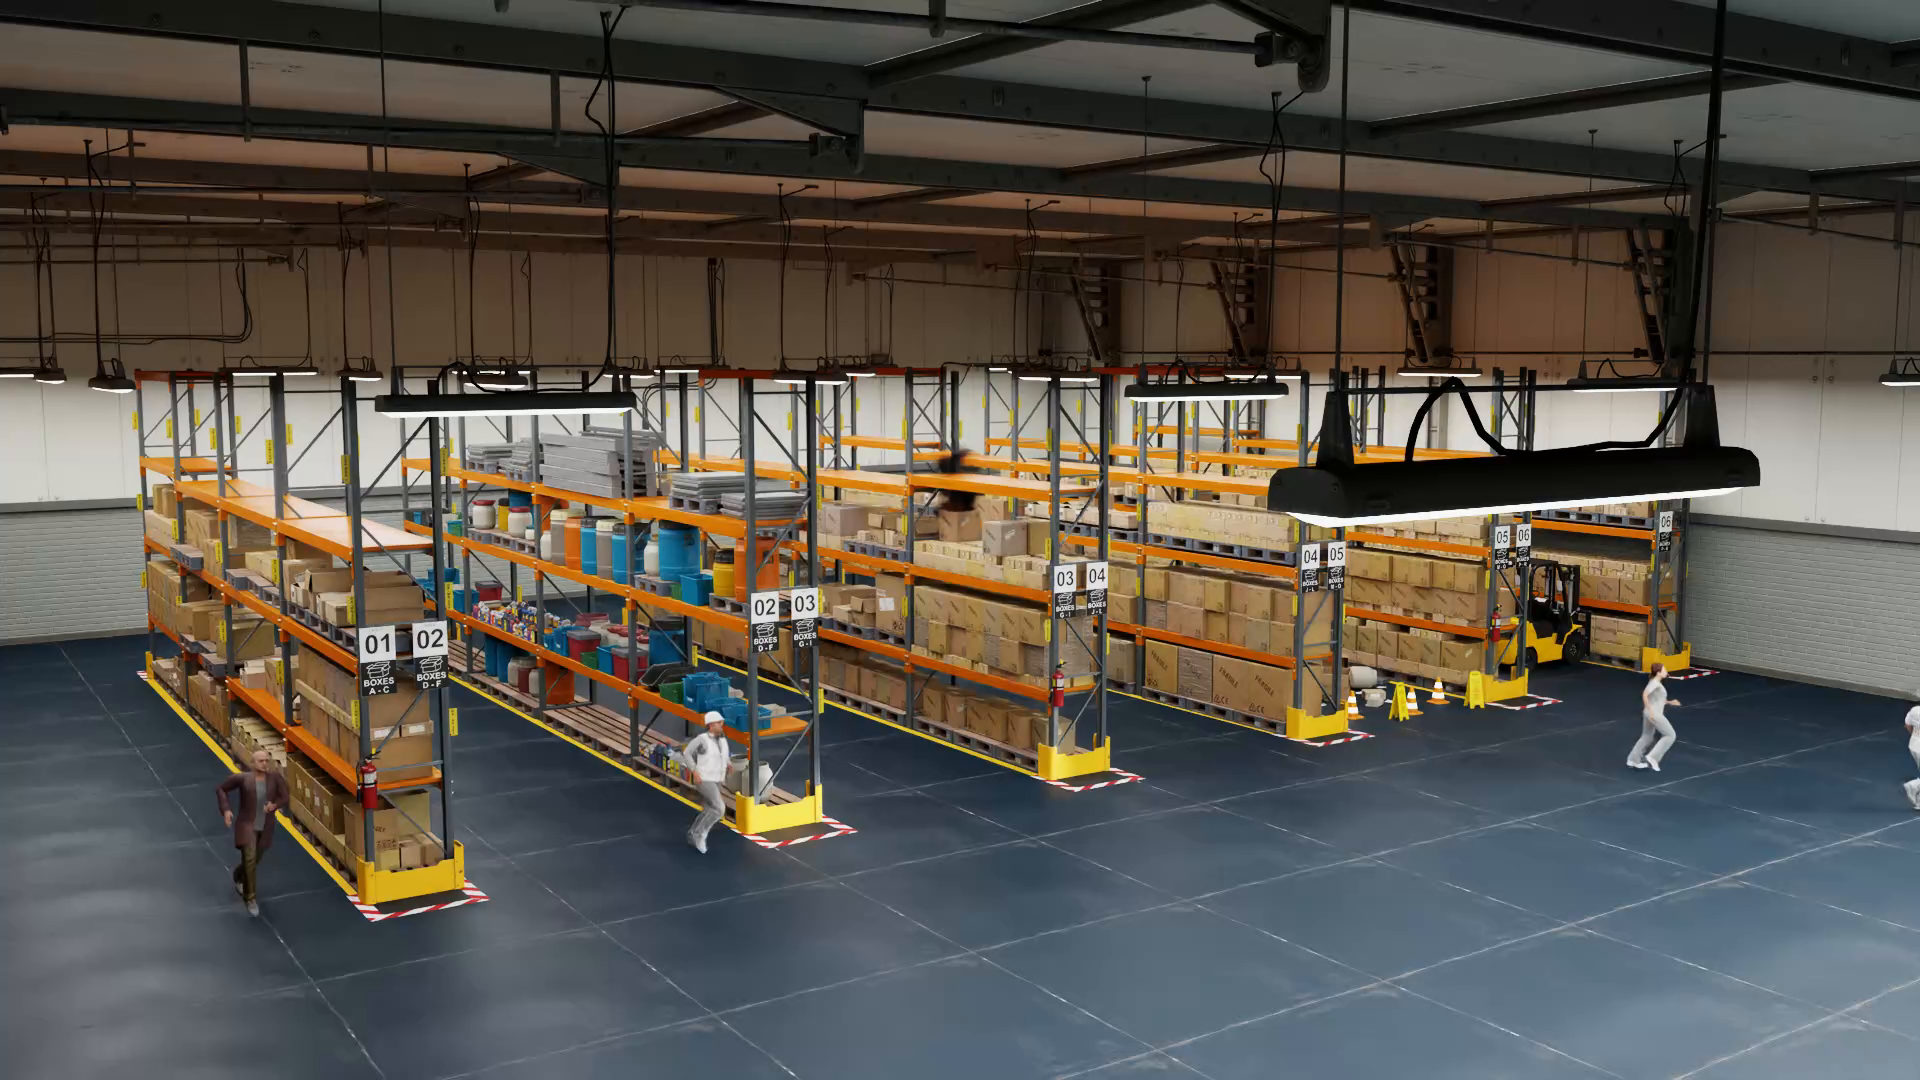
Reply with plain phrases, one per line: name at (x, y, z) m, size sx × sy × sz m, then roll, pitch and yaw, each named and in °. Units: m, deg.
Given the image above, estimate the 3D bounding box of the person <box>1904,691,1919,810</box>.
person at (13.307, 2.890, 22.948) m, size 0.599 × 1.741 × 0.670 m, roll 0°, pitch 6°, yaw 1°

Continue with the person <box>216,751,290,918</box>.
person at (-8.070, 3.298, 19.098) m, size 0.743 × 1.776 × 1.047 m, roll -6°, pitch 9°, yaw -43°

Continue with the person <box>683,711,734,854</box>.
person at (-3.178, 3.075, 21.280) m, size 0.625 × 1.750 × 0.691 m, roll 3°, pitch 7°, yaw 25°

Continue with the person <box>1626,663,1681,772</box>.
person at (10.501, 2.672, 25.140) m, size 0.749 × 1.659 × 0.530 m, roll 1°, pitch 7°, yaw 12°
